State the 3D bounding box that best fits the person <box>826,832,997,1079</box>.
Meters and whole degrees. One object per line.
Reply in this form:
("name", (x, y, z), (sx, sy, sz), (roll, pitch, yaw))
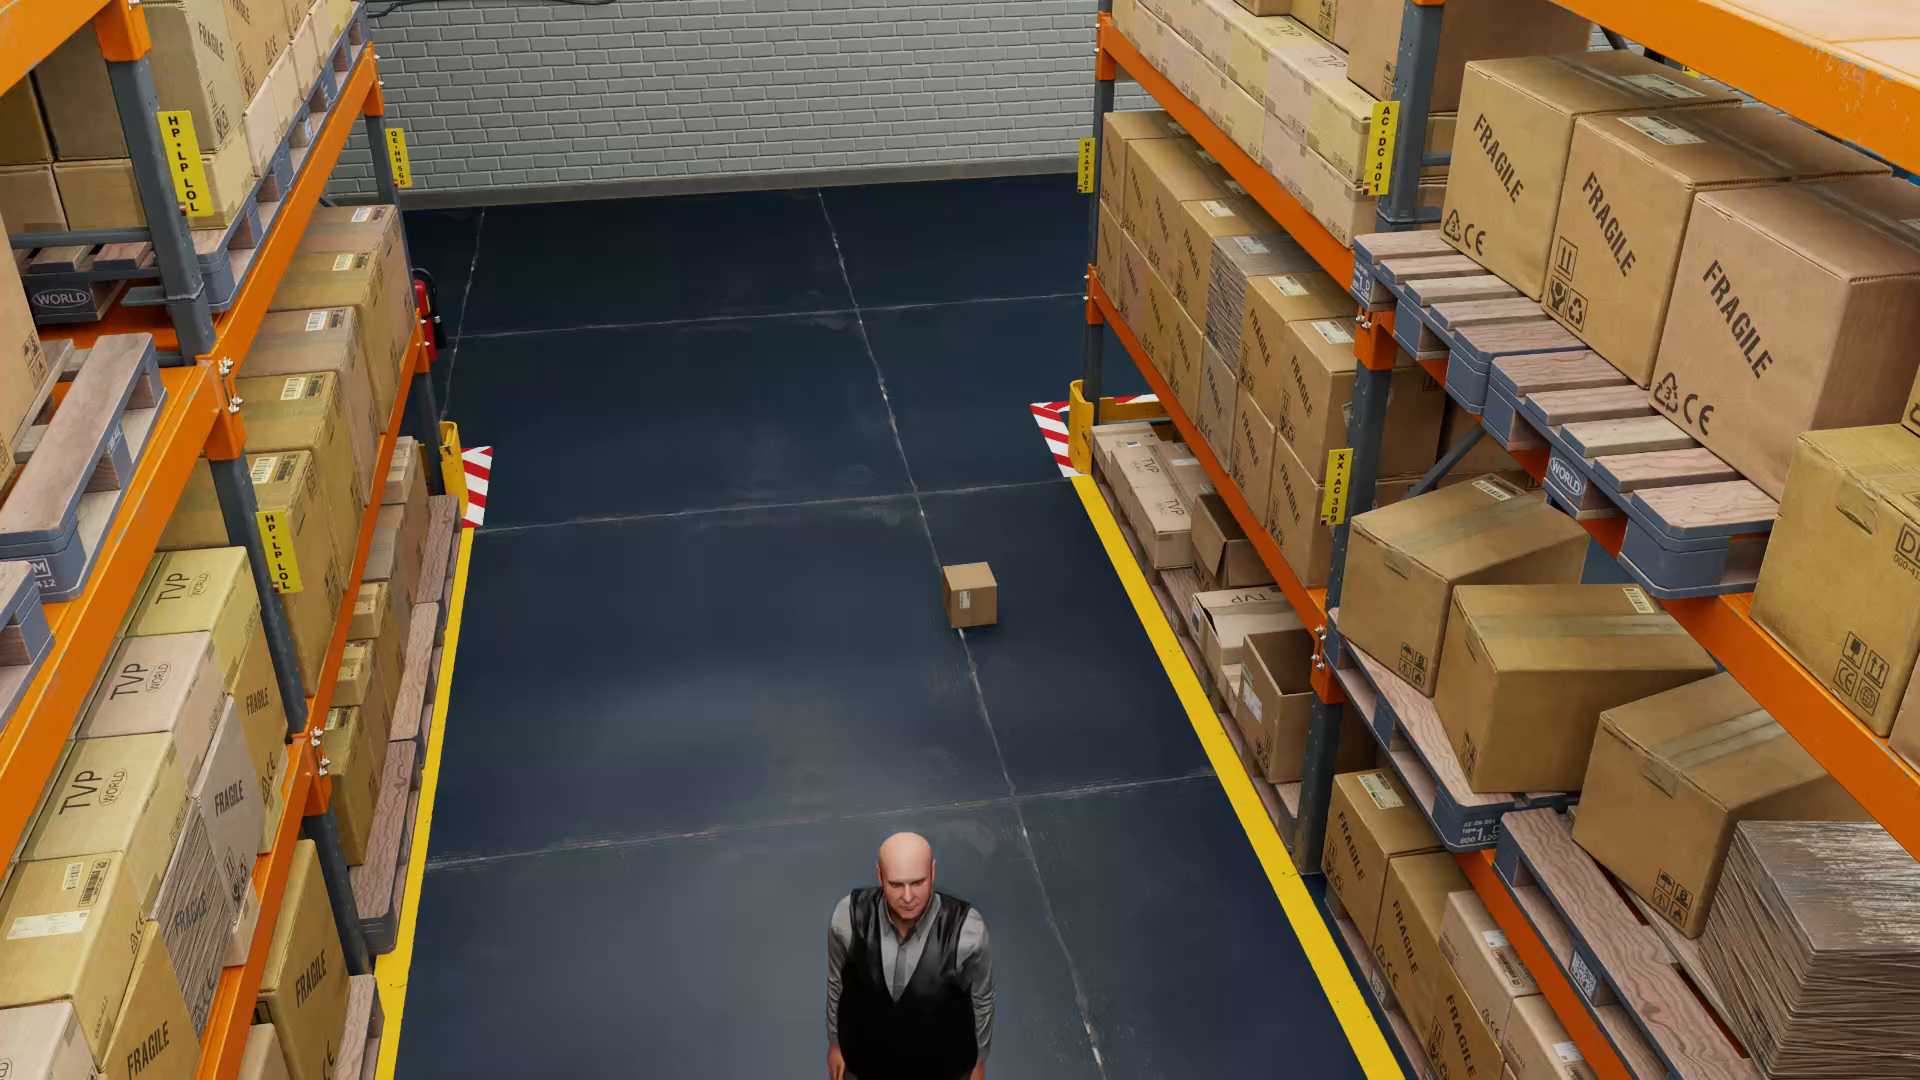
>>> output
("person", (-0.162, 1.649, 5.320), (0.545, 1.706, 0.514), (5, 31, 8))
